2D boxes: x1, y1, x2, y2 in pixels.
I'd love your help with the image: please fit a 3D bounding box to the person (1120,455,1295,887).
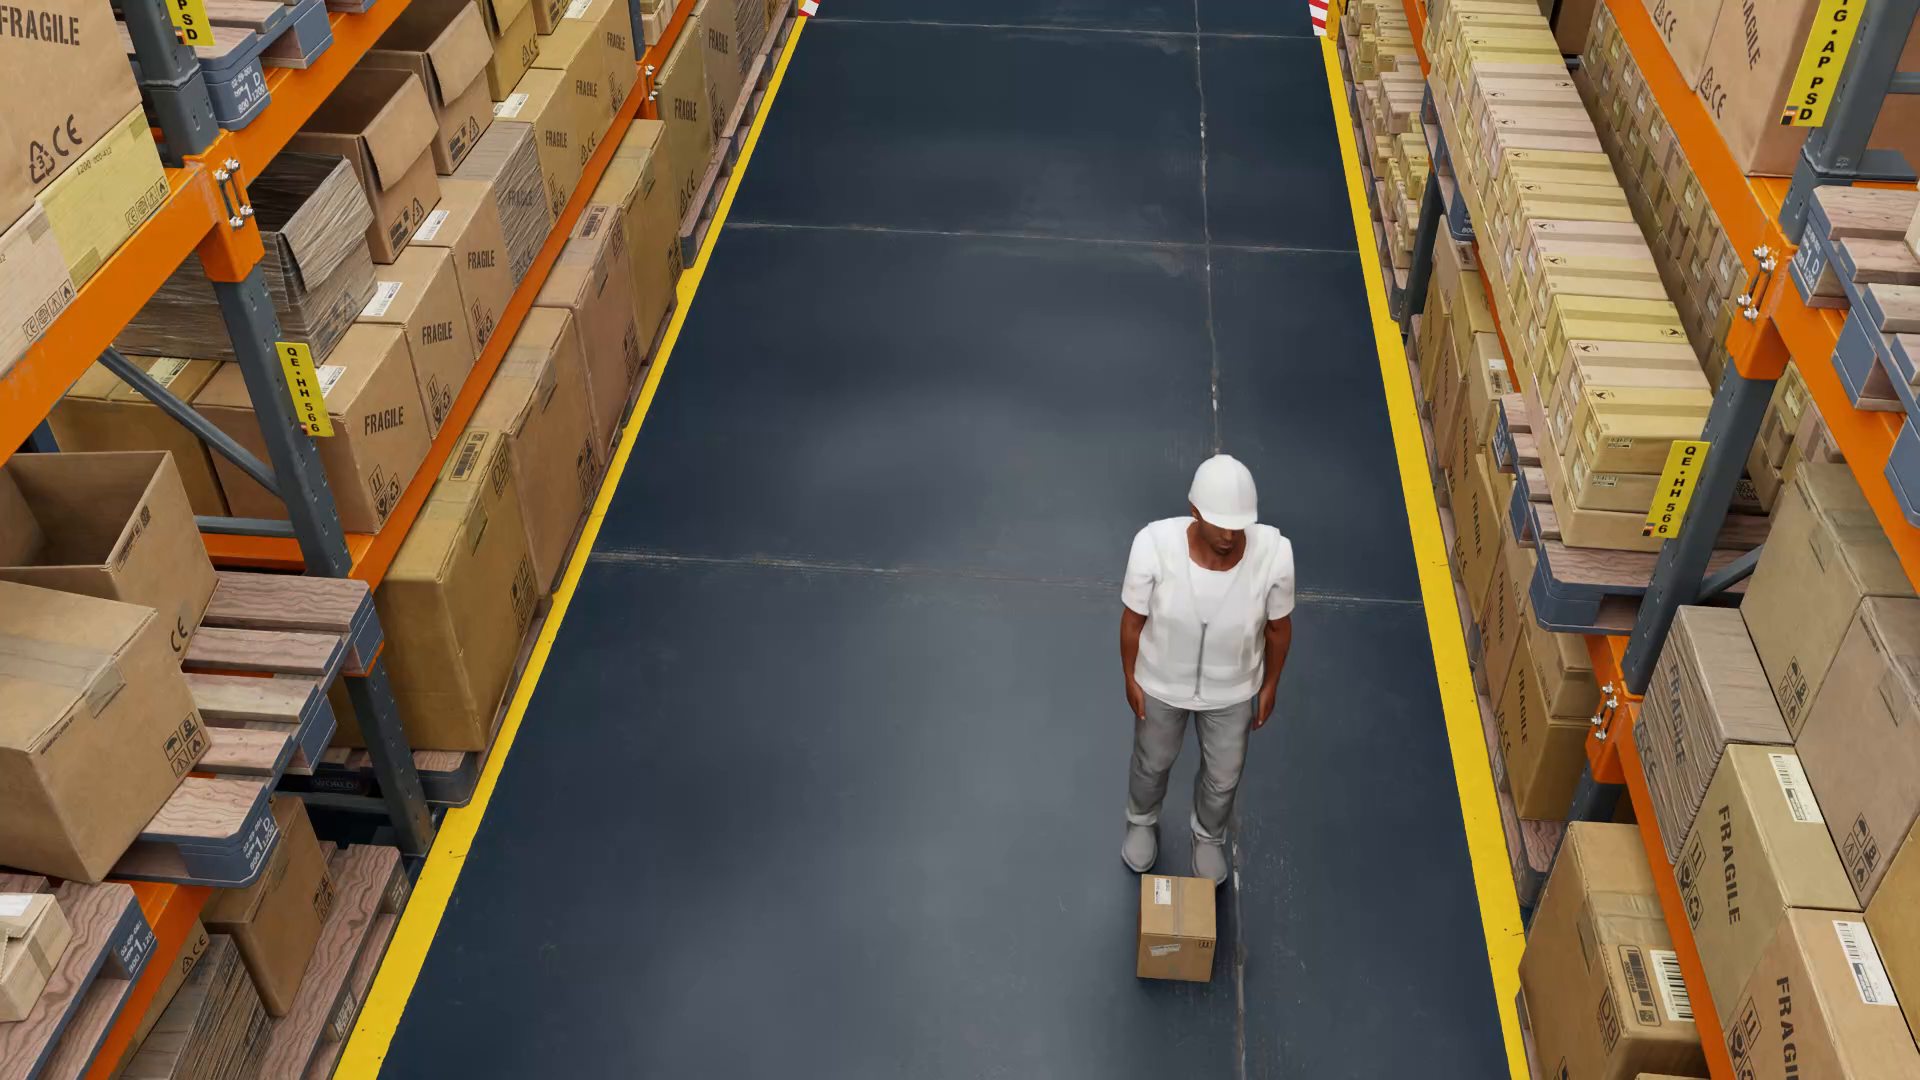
[{"bbox_3d":[0.803,0.476,5.577,0.563,1.765,0.398,4,40,5],"label":"person"}]
